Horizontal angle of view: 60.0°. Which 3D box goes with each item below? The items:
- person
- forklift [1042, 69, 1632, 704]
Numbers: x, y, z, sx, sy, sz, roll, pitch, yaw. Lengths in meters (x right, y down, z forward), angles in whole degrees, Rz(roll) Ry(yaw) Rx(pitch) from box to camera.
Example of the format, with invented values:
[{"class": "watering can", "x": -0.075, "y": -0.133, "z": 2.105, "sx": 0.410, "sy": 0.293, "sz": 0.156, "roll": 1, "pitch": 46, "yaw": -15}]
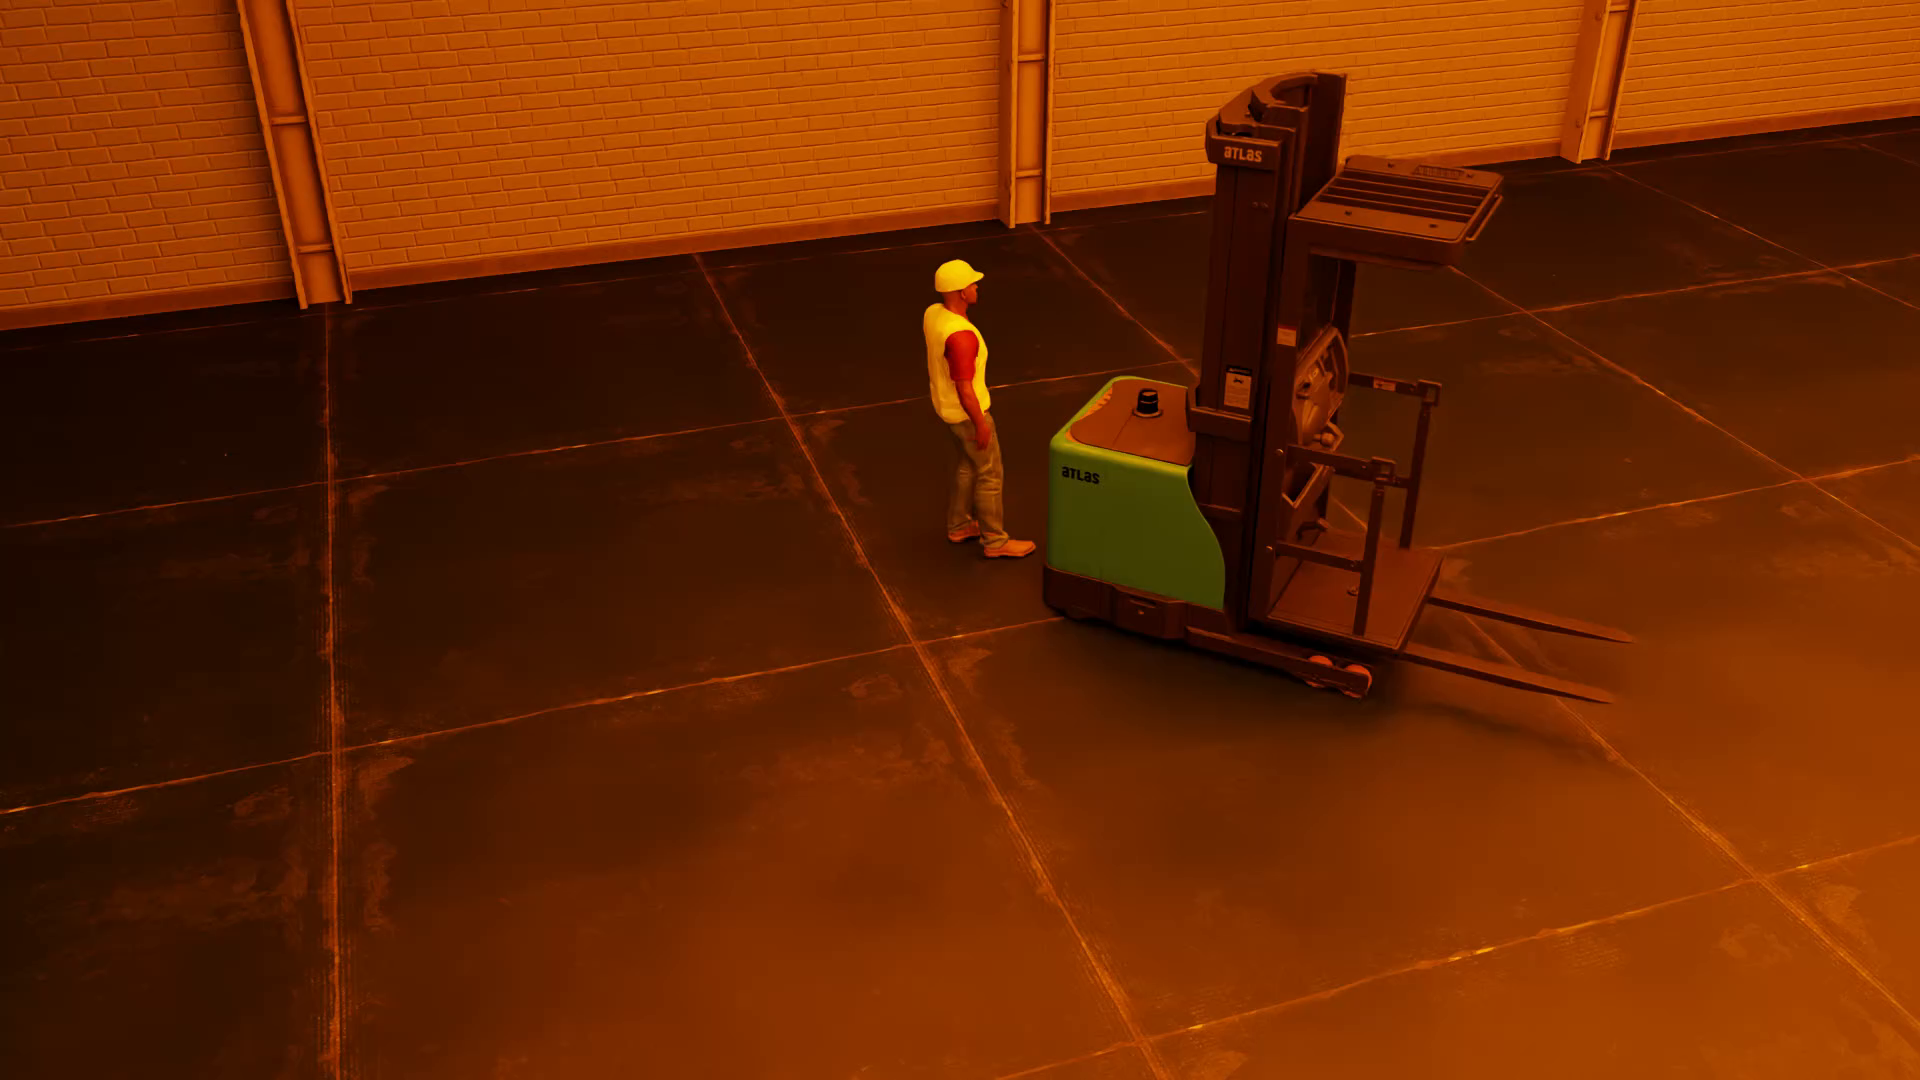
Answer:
[{"class": "person", "x": 0.096, "y": -0.788, "z": 9.647, "sx": 0.573, "sy": 1.753, "sz": 0.689, "roll": -8, "pitch": 31, "yaw": -14}, {"class": "forklift", "x": 2.015, "y": -0.759, "z": 8.406, "sx": 3.031, "sy": 2.935, "sz": 1.130, "roll": 14, "pitch": 33, "yaw": 23}]
